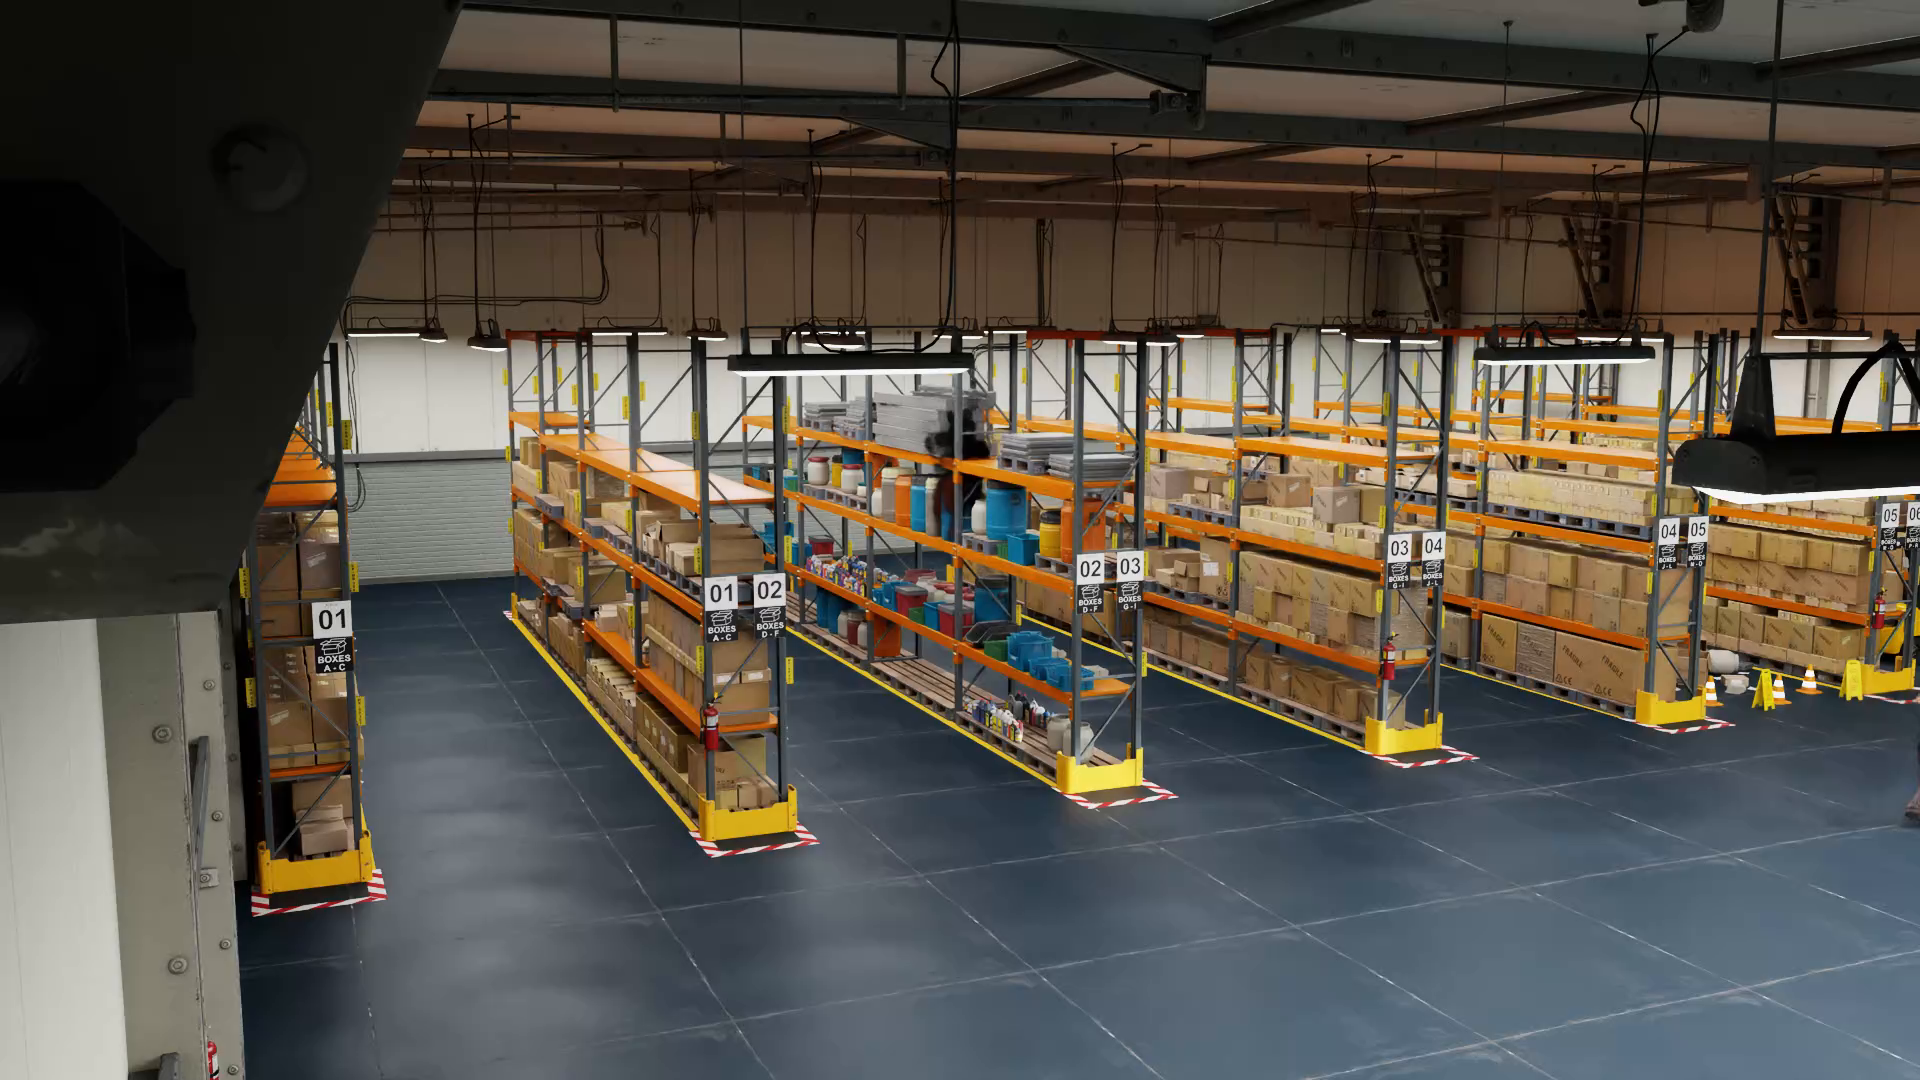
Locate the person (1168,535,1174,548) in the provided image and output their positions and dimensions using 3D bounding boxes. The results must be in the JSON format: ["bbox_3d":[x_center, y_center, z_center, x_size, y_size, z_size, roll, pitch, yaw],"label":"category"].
[{"bbox_3d":[5.360,-0.191,42.040,0.534,1.633,0.816,2,8,13],"label":"person"}]

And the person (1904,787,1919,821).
[{"bbox_3d":[12.126,2.709,20.520,0.777,1.782,0.638,0,8,3],"label":"person"}]
